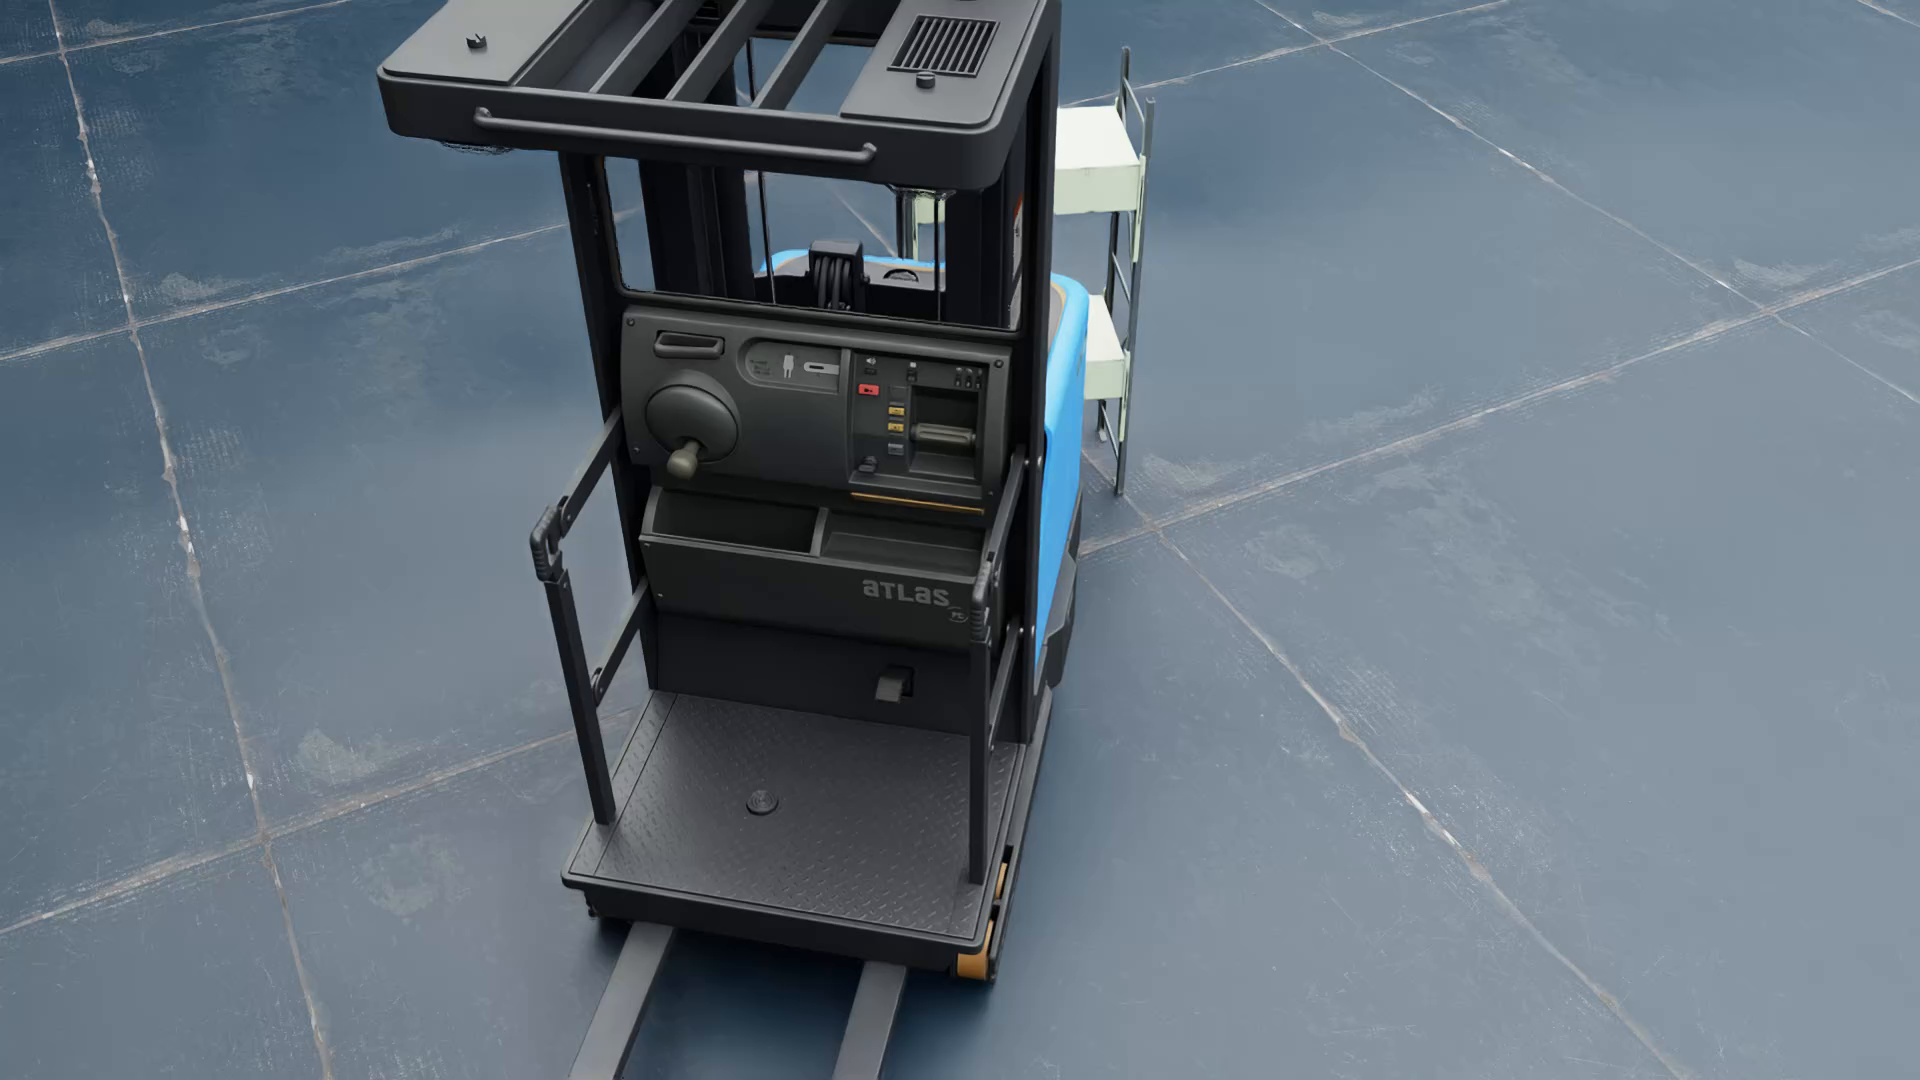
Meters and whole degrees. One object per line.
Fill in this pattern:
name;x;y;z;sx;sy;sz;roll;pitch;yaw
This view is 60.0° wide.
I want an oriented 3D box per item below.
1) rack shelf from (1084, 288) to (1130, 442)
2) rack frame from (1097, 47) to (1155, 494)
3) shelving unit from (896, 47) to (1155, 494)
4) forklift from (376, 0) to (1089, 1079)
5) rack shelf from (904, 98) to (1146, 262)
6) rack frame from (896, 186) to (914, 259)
rack shelf;0.186;-0.587;5.788;0.720;0.370;0.431;-5;40;-5
rack frame;0.550;-0.865;5.611;0.023;1.500;0.400;-5;40;-5
shelving unit;0.186;-0.836;5.577;0.755;1.500;0.431;-5;40;-5
forklift;-0.388;-0.228;3.750;1.130;2.935;3.031;7;41;9
rack shelf;0.186;-1.134;5.325;0.720;0.370;0.431;-5;40;-5
rack frame;-0.177;-0.807;5.543;0.023;1.500;0.400;-5;40;-5
